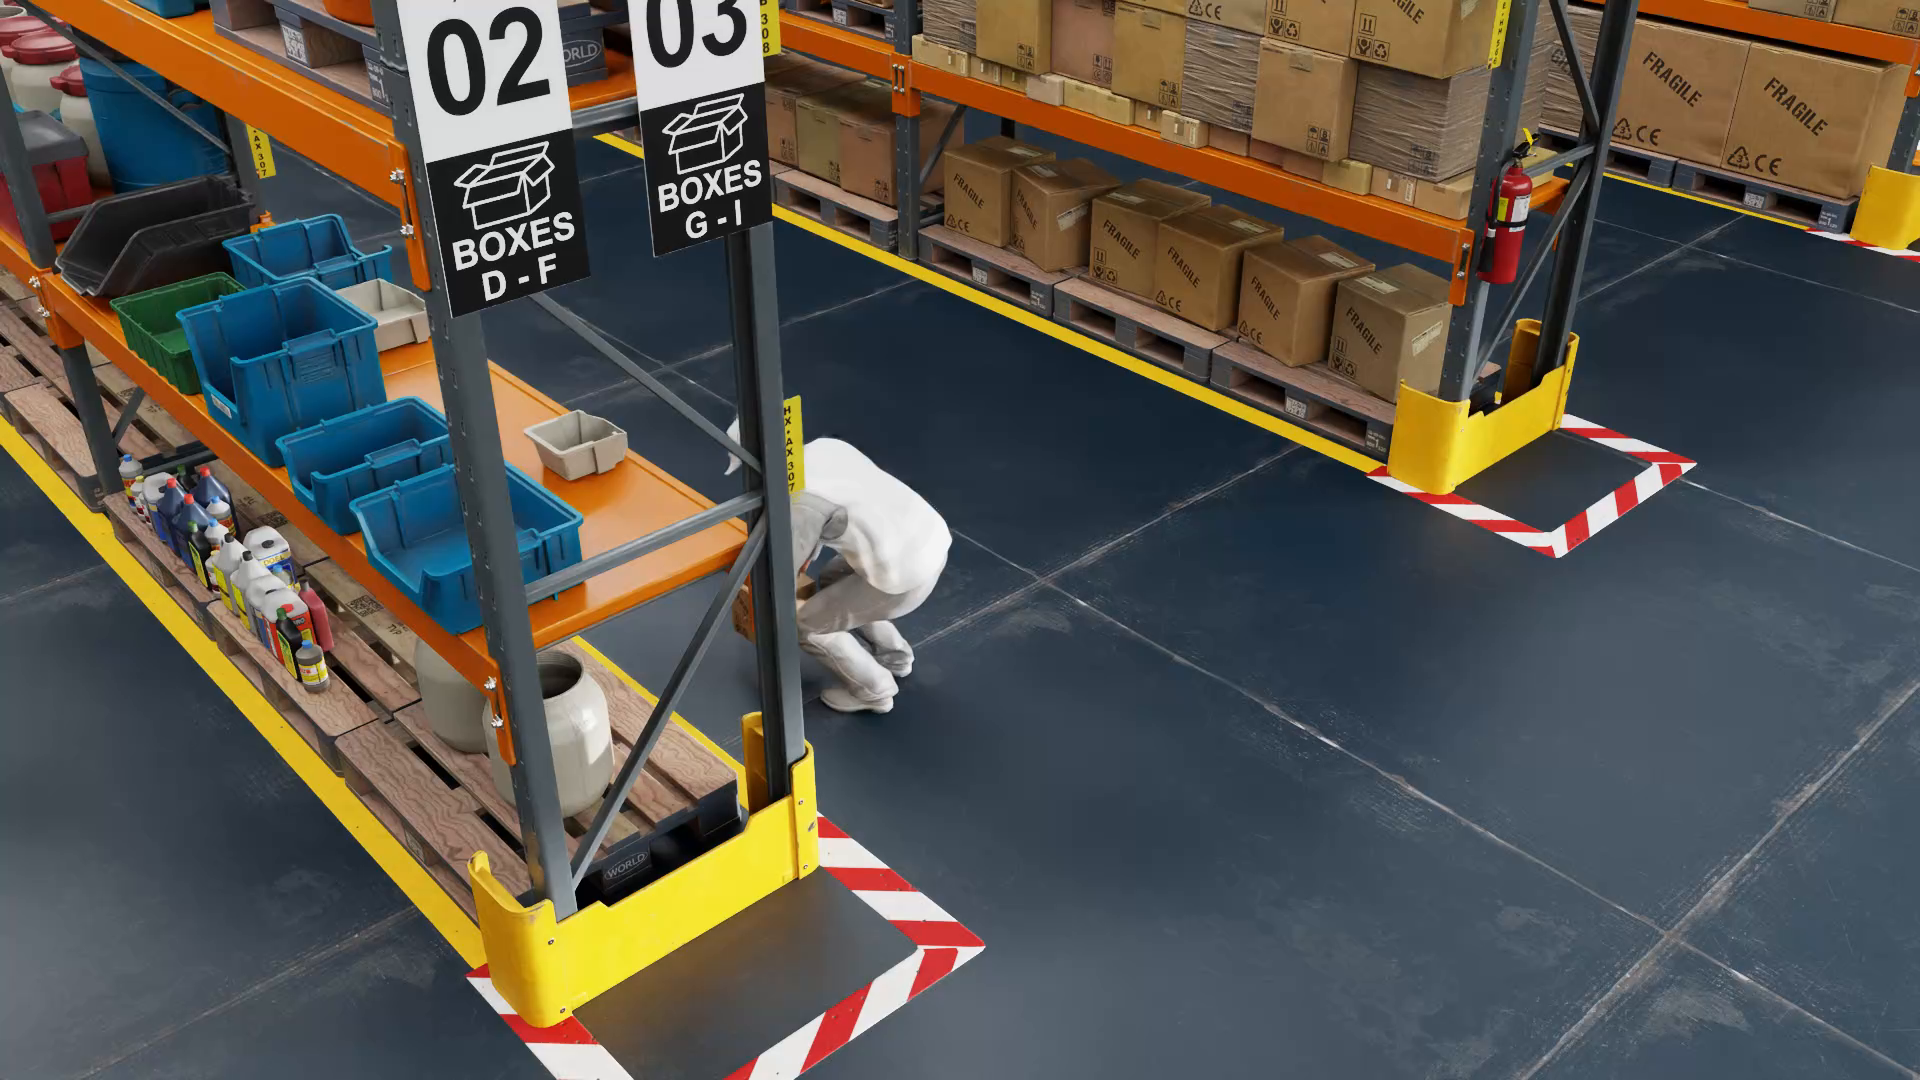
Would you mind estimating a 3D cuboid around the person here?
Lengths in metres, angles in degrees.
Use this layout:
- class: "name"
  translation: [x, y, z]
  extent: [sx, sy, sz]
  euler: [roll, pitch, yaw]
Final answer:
- class: "person"
  translation: [-0.474, 0.086, 6.498]
  extent: [0.843, 1.223, 0.573]
  euler: [8, 32, 12]
